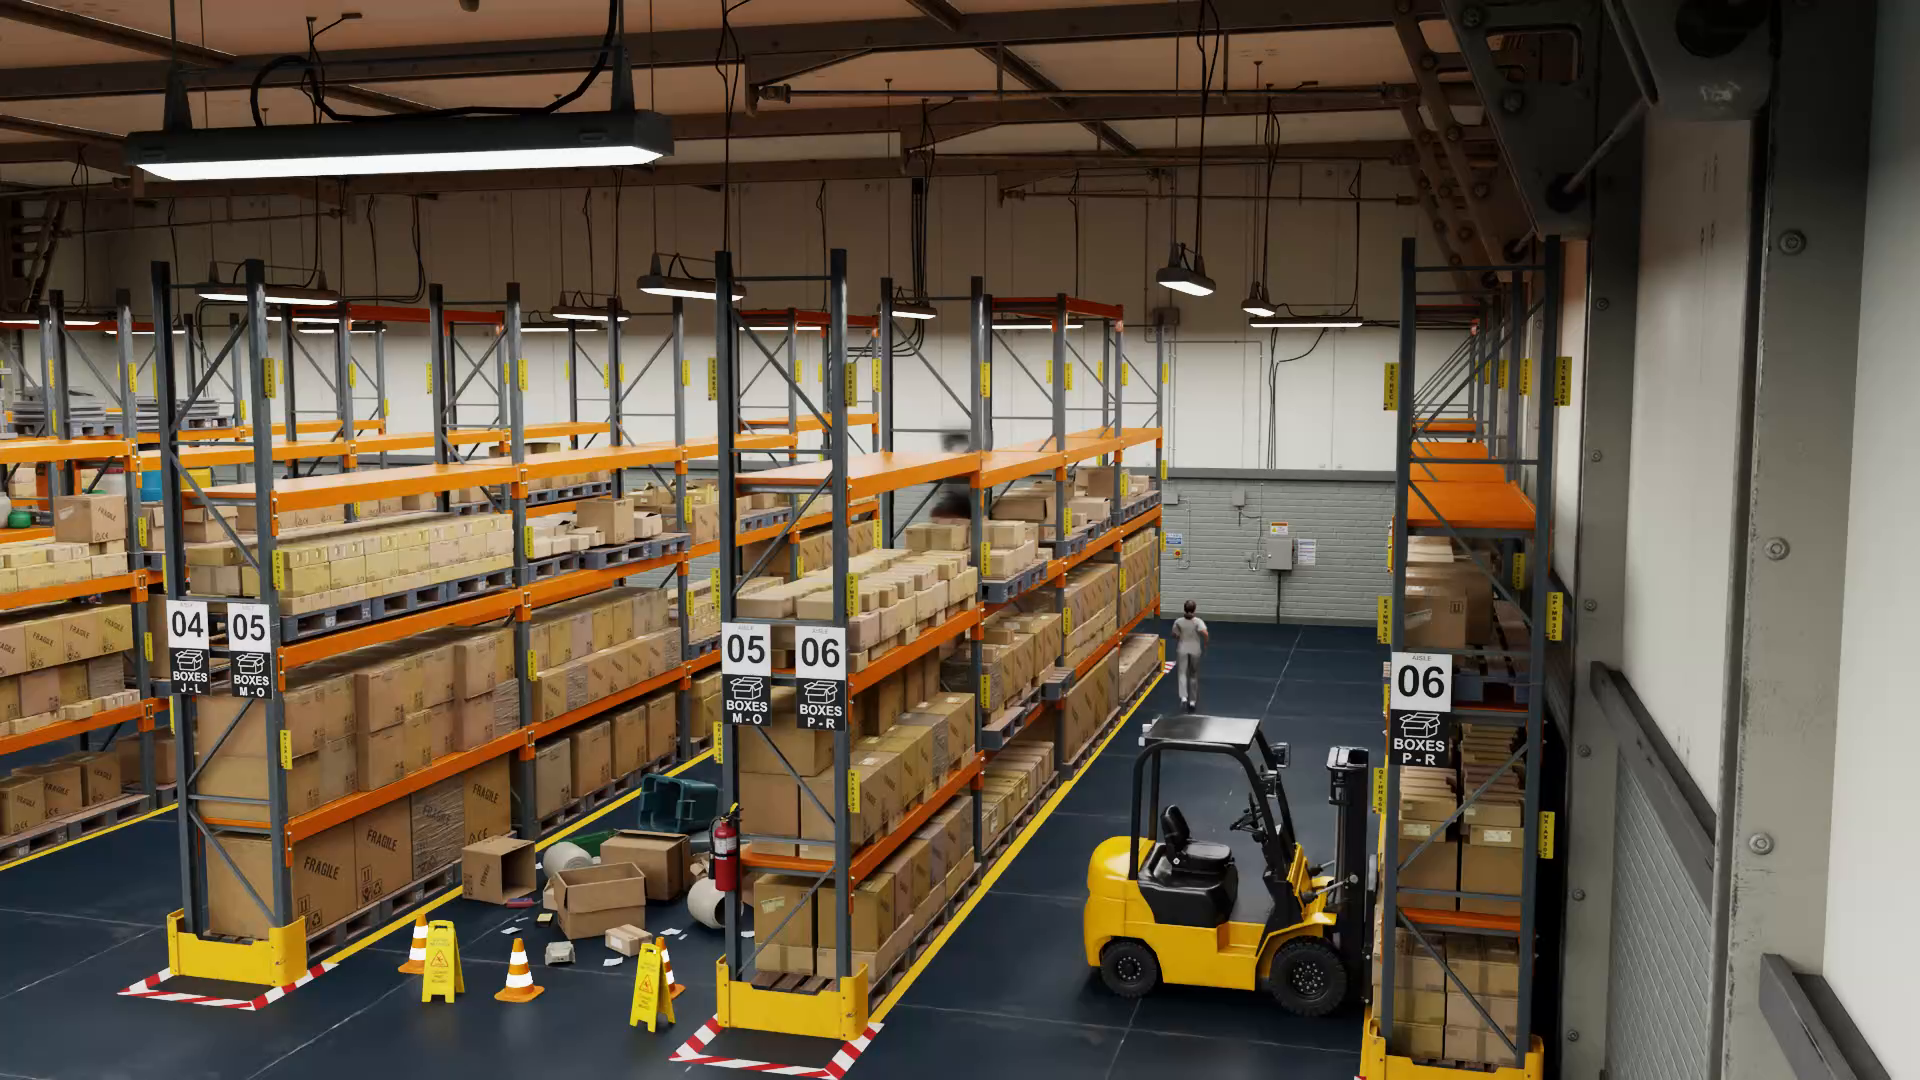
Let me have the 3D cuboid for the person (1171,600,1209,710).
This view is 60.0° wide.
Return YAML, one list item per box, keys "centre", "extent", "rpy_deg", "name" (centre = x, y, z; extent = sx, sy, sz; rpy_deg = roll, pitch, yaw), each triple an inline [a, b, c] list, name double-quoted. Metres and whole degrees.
- centre: [3.404, 1.702, 24.676]
  extent: [0.564, 1.655, 0.969]
  rpy_deg: [1, 6, 8]
  name: "person"
